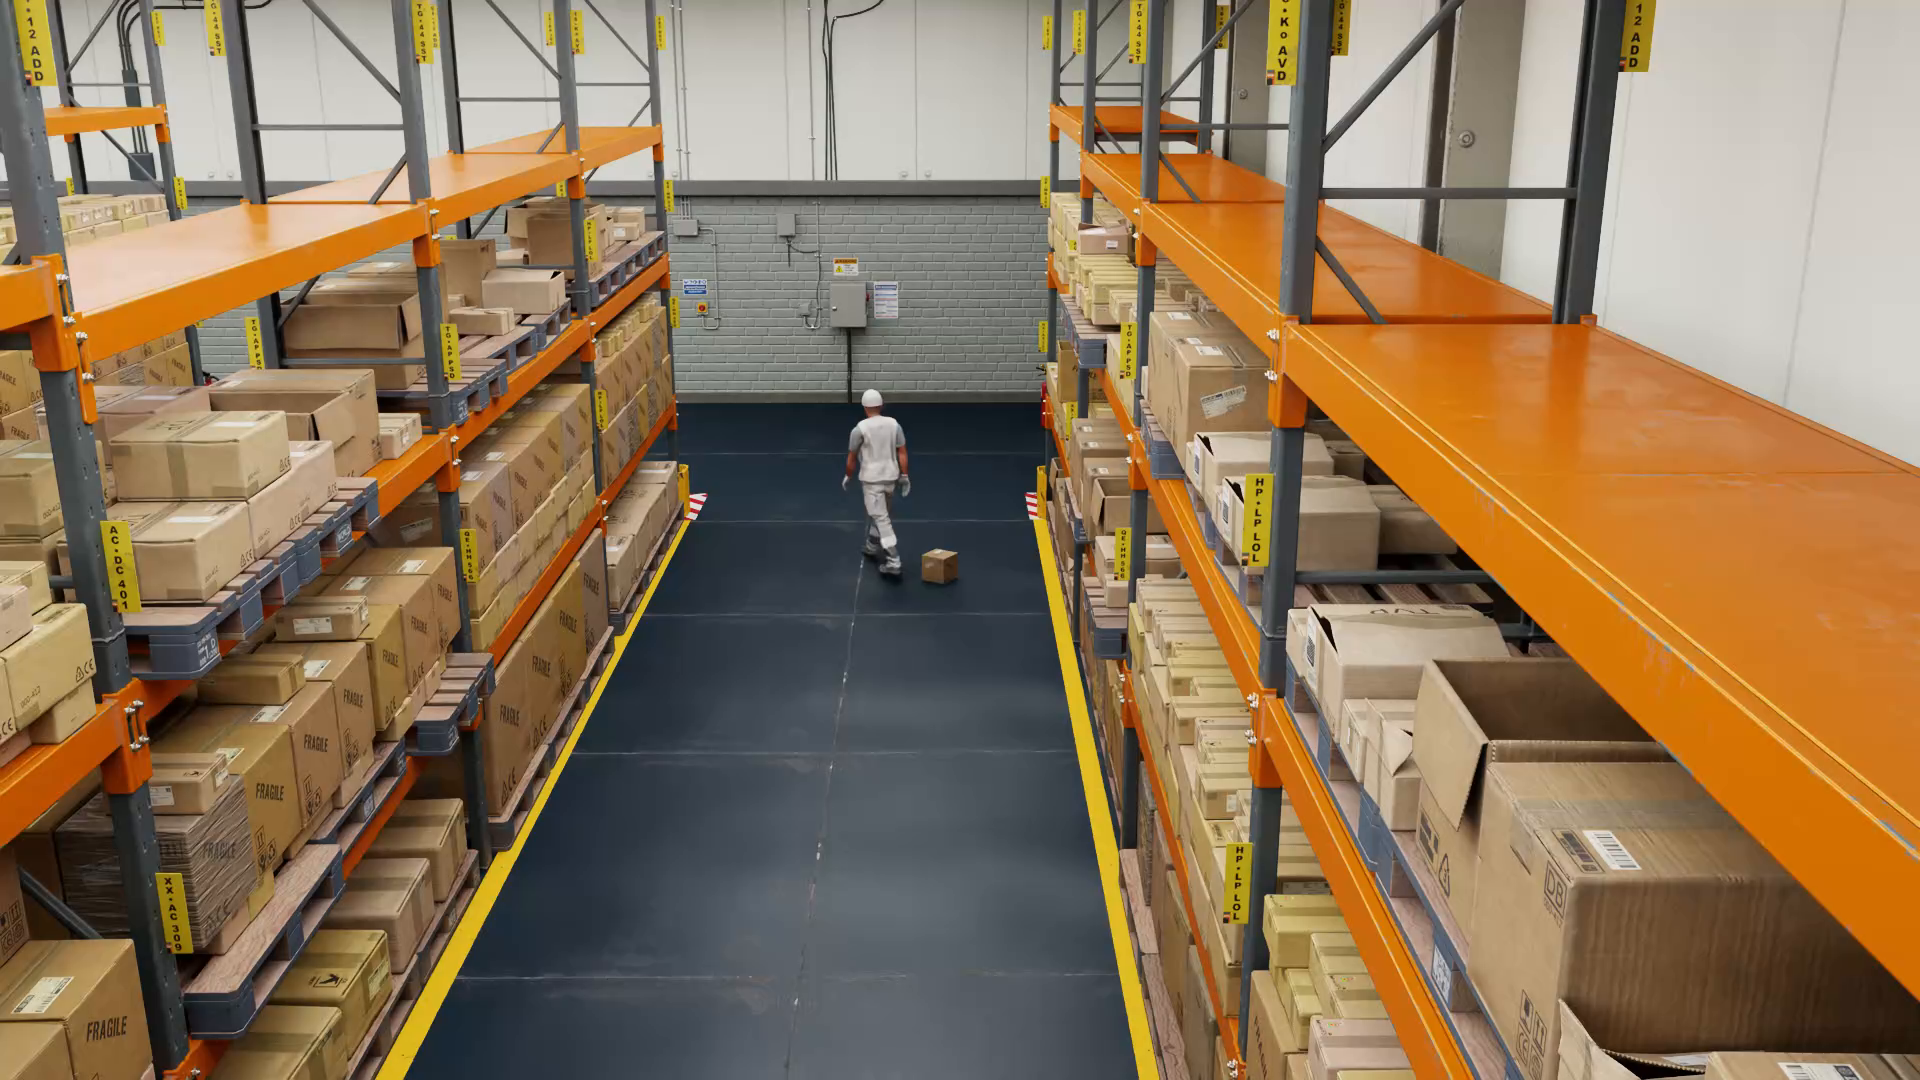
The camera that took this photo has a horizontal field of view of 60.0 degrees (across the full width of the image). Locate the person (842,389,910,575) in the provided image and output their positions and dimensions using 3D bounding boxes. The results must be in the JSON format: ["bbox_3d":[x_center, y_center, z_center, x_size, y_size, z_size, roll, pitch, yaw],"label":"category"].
[{"bbox_3d":[-0.812,-0.593,16.015,0.561,1.737,1.033,-10,20,-31],"label":"person"}]
